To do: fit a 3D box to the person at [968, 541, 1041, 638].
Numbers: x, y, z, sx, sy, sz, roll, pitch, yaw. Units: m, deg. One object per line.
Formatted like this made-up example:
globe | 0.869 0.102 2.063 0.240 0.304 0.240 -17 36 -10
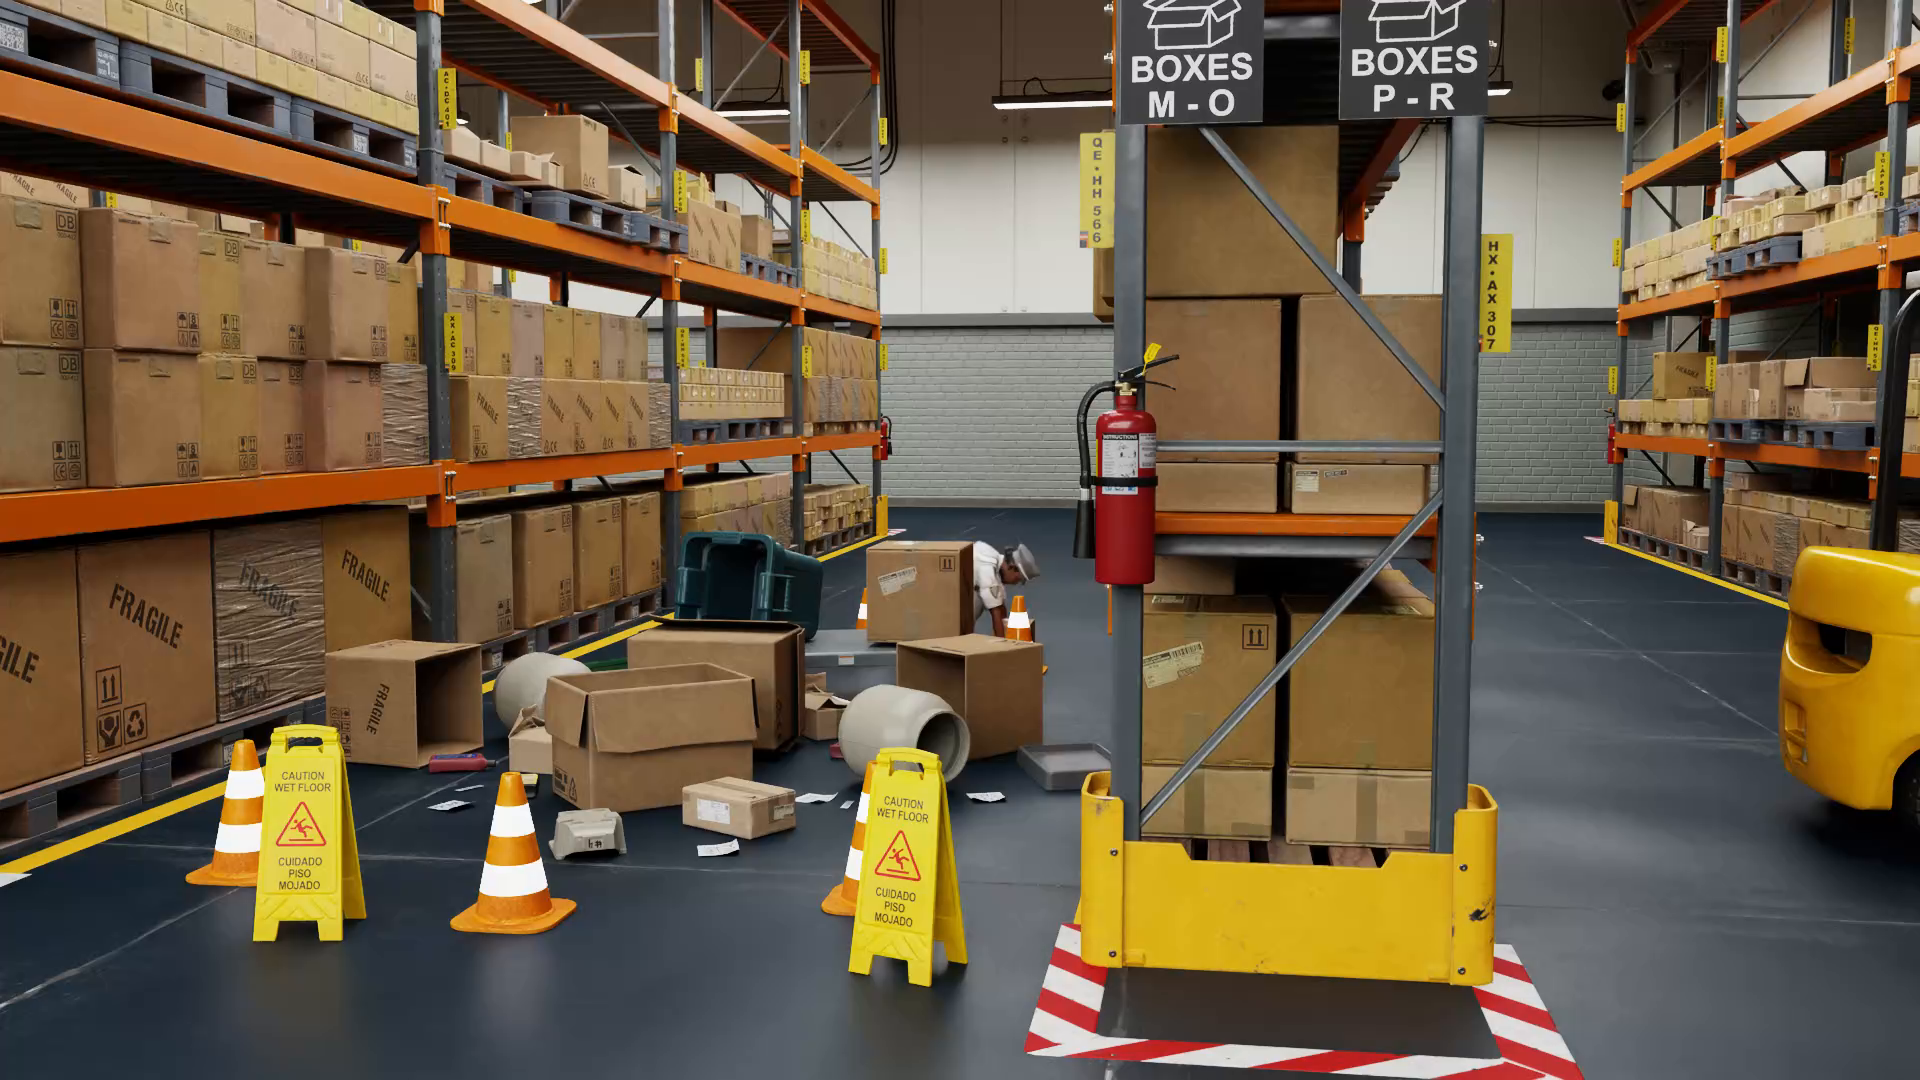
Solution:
person | 0.058 0.395 10.717 0.928 0.777 0.453 1 5 7
